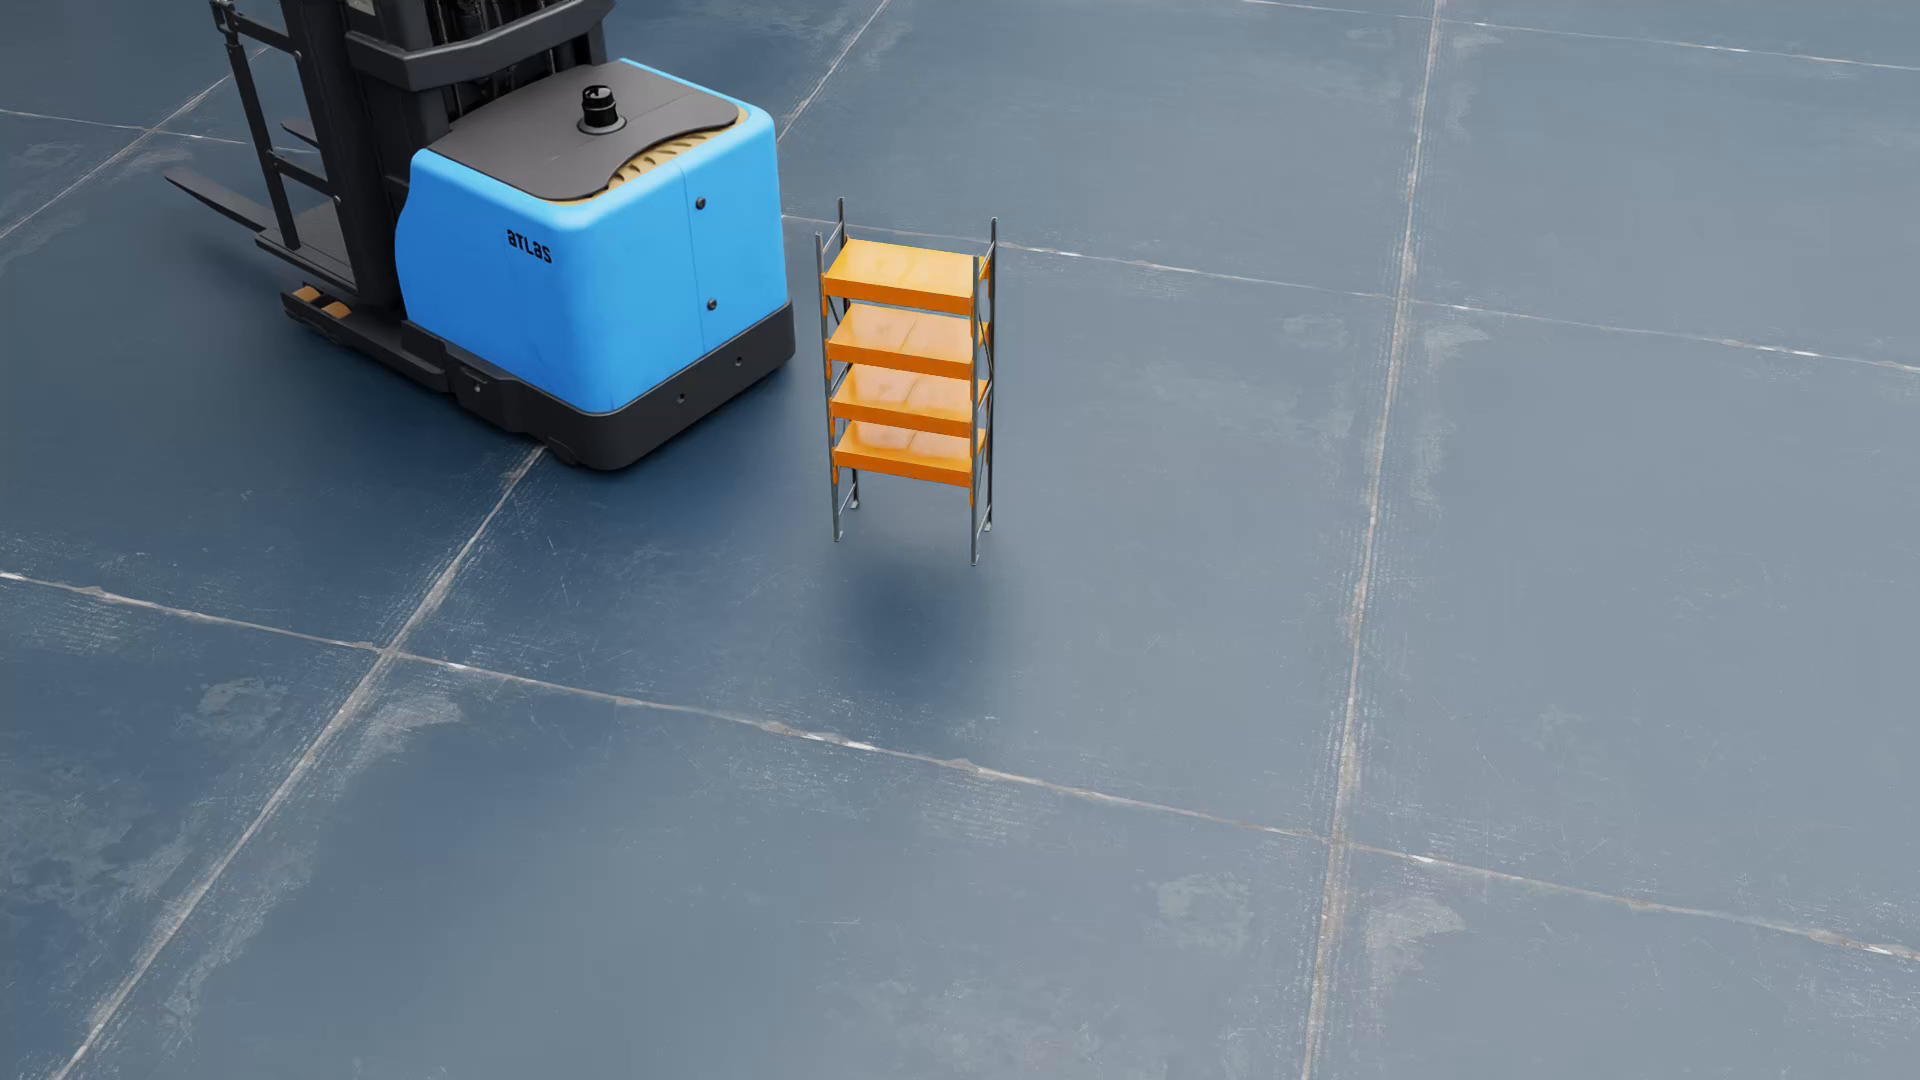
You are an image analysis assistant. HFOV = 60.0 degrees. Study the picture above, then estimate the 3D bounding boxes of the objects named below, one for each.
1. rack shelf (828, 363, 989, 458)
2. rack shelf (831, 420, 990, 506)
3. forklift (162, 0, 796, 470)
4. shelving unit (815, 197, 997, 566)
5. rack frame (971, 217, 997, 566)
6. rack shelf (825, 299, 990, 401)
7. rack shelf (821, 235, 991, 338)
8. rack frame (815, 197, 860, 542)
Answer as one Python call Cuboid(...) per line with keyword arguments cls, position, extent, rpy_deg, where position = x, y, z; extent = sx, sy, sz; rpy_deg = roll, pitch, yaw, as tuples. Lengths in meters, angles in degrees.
Cuboid(cls="rack shelf", position=(-0.160, -0.435, 5.440), extent=(0.480, 0.148, 0.258), rpy_deg=(10, 41, 11))
Cuboid(cls="rack shelf", position=(-0.160, -0.283, 5.568), extent=(0.480, 0.148, 0.258), rpy_deg=(10, 41, 11))
Cuboid(cls="forklift", position=(-2.120, -2.151, 6.032), extent=(3.031, 2.935, 1.130), rpy_deg=(26, 47, 28))
Cuboid(cls="shelving unit", position=(-0.160, -0.487, 5.397), extent=(0.503, 1.200, 0.258), rpy_deg=(10, 41, 11))
Cuboid(cls="rack frame", position=(0.076, -0.446, 5.349), extent=(0.015, 1.200, 0.240), rpy_deg=(10, 41, 11))
Cuboid(cls="rack shelf", position=(-0.160, -0.607, 5.296), extent=(0.480, 0.148, 0.258), rpy_deg=(10, 41, 11))
Cuboid(cls="rack shelf", position=(-0.160, -0.788, 5.144), extent=(0.480, 0.148, 0.258), rpy_deg=(10, 41, 11))
Cuboid(cls="rack frame", position=(-0.396, -0.528, 5.445), extent=(0.015, 1.200, 0.240), rpy_deg=(10, 41, 11))
